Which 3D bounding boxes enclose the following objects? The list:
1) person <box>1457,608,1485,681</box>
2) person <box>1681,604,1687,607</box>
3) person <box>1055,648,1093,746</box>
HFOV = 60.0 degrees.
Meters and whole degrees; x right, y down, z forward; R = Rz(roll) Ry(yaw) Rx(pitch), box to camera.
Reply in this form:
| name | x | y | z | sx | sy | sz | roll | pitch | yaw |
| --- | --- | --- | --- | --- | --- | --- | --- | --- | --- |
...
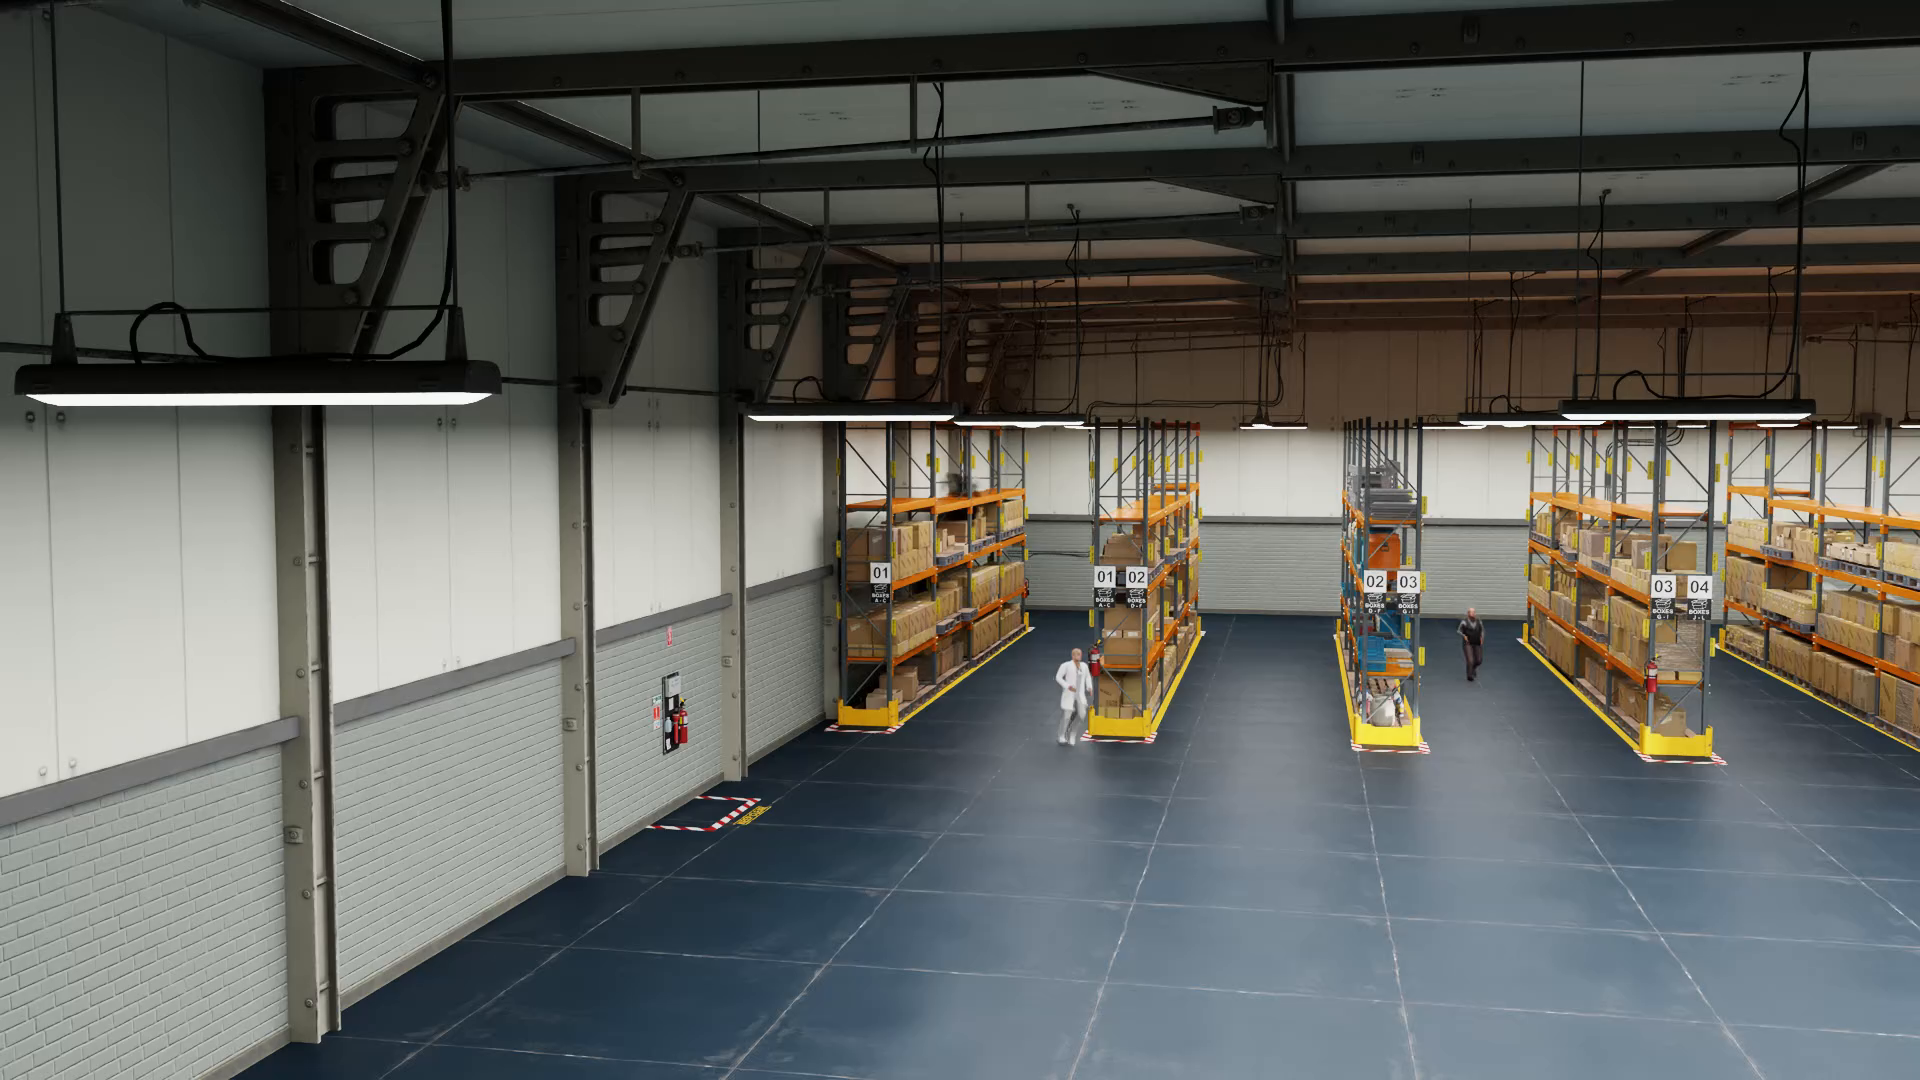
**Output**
| name | x | y | z | sx | sy | sz | roll | pitch | yaw |
| --- | --- | --- | --- | --- | --- | --- | --- | --- | --- |
| person | 11.761 | 2.406 | 38.214 | 0.656 | 1.671 | 0.604 | 0 | 4 | 0 |
| person | 18.531 | 2.181 | 42.250 | 0.623 | 1.637 | 0.852 | 1 | 4 | 13 |
| person | 2.113 | 2.878 | 30.509 | 0.785 | 1.768 | 0.658 | -1 | 4 | -22 |
